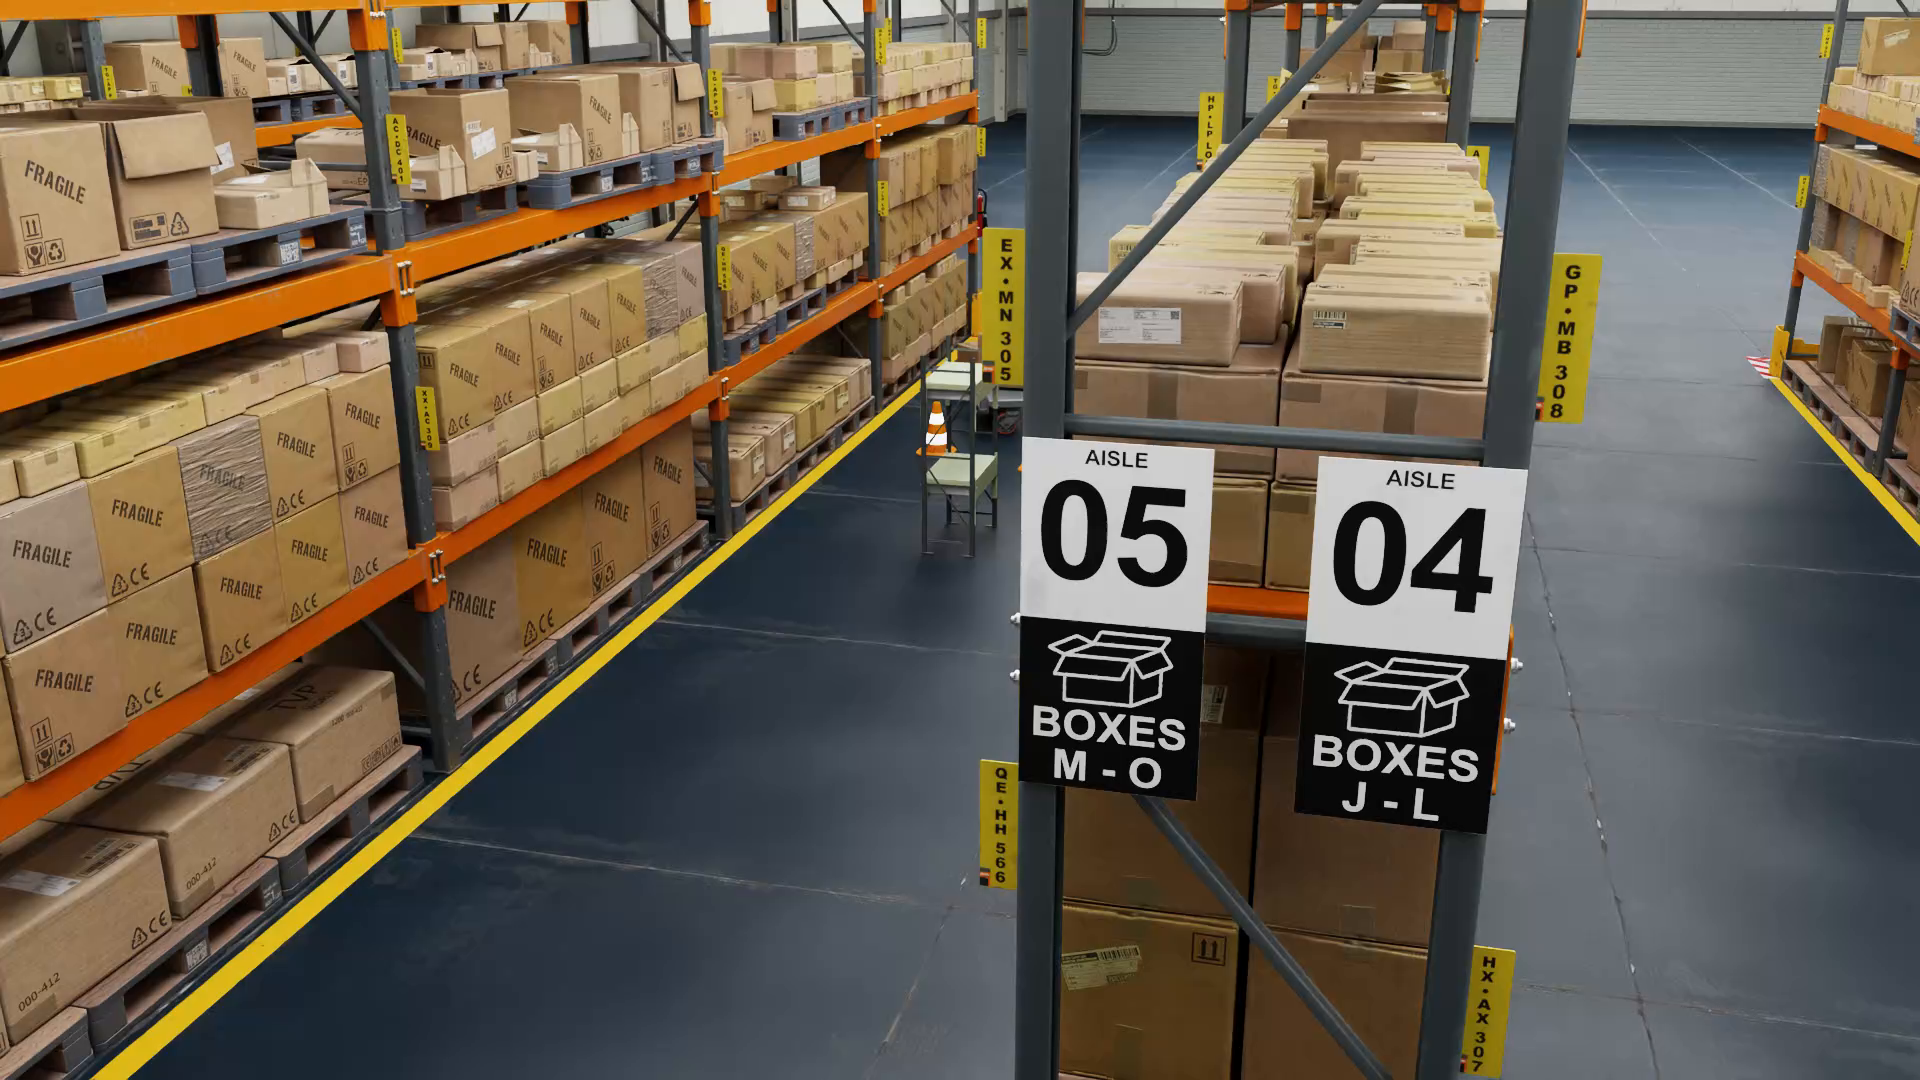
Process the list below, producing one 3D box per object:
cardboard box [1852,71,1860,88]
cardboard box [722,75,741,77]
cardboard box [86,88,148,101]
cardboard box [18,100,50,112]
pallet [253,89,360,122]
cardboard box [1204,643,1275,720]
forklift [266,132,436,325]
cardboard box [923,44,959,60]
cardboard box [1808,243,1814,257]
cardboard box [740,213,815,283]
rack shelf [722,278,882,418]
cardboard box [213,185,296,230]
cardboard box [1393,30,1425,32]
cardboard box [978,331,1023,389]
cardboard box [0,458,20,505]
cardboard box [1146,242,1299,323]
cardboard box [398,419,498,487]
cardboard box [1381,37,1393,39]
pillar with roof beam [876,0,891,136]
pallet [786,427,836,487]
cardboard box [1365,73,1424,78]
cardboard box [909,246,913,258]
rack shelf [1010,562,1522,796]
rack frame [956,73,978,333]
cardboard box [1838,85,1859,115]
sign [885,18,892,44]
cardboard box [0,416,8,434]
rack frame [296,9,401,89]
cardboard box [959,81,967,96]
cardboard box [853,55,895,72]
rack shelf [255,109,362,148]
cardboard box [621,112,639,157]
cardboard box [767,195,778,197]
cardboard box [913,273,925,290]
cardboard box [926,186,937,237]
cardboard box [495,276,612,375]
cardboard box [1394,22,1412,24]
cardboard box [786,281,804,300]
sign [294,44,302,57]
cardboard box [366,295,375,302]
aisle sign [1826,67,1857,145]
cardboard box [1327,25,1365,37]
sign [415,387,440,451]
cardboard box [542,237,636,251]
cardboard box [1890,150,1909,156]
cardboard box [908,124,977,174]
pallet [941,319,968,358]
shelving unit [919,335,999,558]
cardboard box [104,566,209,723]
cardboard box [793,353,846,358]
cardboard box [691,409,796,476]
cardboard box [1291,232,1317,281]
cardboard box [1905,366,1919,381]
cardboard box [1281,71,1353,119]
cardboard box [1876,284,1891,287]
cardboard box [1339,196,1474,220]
[{"bbox_3d":[8.796,-4.411,15.937,0.380,0.149,0.250,5,20,16],"label":"cardboard box"},{"bbox_3d":[-2.020,-3.791,14.086,0.500,0.250,0.500,4,19,13],"label":"cardboard box"},{"bbox_3d":[-6.676,-3.491,13.183,0.380,0.166,0.250,5,19,13],"label":"cardboard box"},{"bbox_3d":[-6.991,-3.178,12.325,0.380,0.149,0.250,4,19,12],"label":"cardboard box"},{"bbox_3d":[-6.281,-4.156,15.869,0.805,0.209,1.217,4,19,11],"label":"pallet"},{"bbox_3d":[0.623,0.424,4.644,0.500,0.500,0.500,4,19,12],"label":"cardboard box"},{"bbox_3d":[-4.601,-1.825,13.497,1.130,2.935,3.031,4,19,12],"label":"forklift"},{"bbox_3d":[-0.228,-5.357,18.244,0.380,0.149,0.250,4,19,13],"label":"cardboard box"},{"bbox_3d":[9.022,-2.995,17.204,0.380,0.149,0.250,5,19,13],"label":"cardboard box"},{"bbox_3d":[-1.534,-2.456,13.974,0.500,0.500,0.500,4,19,11],"label":"cardboard box"},{"bbox_3d":[-1.753,-1.746,14.272,1.077,0.370,4.000,5,19,13],"label":"rack shelf"},{"bbox_3d":[-3.129,-1.444,7.219,0.380,0.149,0.250,5,20,15],"label":"cardboard box"},{"bbox_3d":[4.040,-4.446,14.772,0.380,0.149,0.250,4,19,13],"label":"cardboard box"},{"bbox_3d":[0.469,-1.758,15.889,0.500,0.500,0.500,5,19,13],"label":"cardboard box"},{"bbox_3d":[-3.612,-0.200,5.926,0.380,0.149,0.250,5,19,14],"label":"cardboard box"},{"bbox_3d":[0.642,-0.644,4.134,0.380,0.149,0.250,4,19,12],"label":"cardboard box"},{"bbox_3d":[-2.838,-0.487,8.932,0.500,0.250,0.500,4,19,12],"label":"cardboard box"},{"bbox_3d":[4.566,-5.011,17.044,0.500,0.250,0.500,5,19,13],"label":"cardboard box"},{"bbox_3d":[2.427,-12.352,34.928,9.100,9.000,0.400,5,19,13],"label":"pillar with roof beam"},{"bbox_3d":[-1.749,-0.766,14.604,1.003,0.211,1.213,5,19,13],"label":"pallet"},{"bbox_3d":[3.345,-3.411,12.725,0.500,0.311,0.500,4,19,11],"label":"cardboard box"},{"bbox_3d":[-0.701,-2.998,17.212,0.380,0.149,0.250,5,19,13],"label":"cardboard box"},{"bbox_3d":[1.117,-0.299,5.394,1.077,0.370,4.000,5,19,13],"label":"rack shelf"},{"bbox_3d":[-0.287,-3.967,19.662,1.000,3.000,0.127,5,19,13],"label":"rack frame"},{"bbox_3d":[8.834,-4.240,16.053,0.500,0.250,0.500,4,19,12],"label":"cardboard box"},{"bbox_3d":[-0.813,-5.843,19.161,0.100,0.325,0.005,5,19,13],"label":"sign"},{"bbox_3d":[-3.962,-0.393,6.492,0.380,0.149,0.250,5,20,15],"label":"cardboard box"},{"bbox_3d":[-6.078,-5.943,16.166,1.000,3.000,0.127,5,19,13],"label":"rack frame"},{"bbox_3d":[-0.132,-5.053,18.589,0.380,0.149,0.250,5,19,14],"label":"cardboard box"},{"bbox_3d":[-0.836,-4.548,15.877,0.380,0.149,0.250,5,20,15],"label":"cardboard box"},{"bbox_3d":[-6.567,-3.556,14.931,1.077,0.370,4.000,5,19,13],"label":"rack shelf"},{"bbox_3d":[-2.239,-2.555,10.445,0.396,0.266,0.258,4,19,12],"label":"cardboard box"},{"bbox_3d":[-1.657,-2.976,15.495,0.500,0.500,0.500,5,20,15],"label":"cardboard box"},{"bbox_3d":[-0.583,-2.717,17.441,0.380,0.149,0.250,6,20,17],"label":"cardboard box"},{"bbox_3d":[-0.547,-3.493,17.658,0.500,0.500,0.500,5,19,14],"label":"cardboard box"},{"bbox_3d":[-2.490,-1.323,10.218,0.500,0.500,0.500,4,19,12],"label":"cardboard box"},{"bbox_3d":[4.659,-5.241,17.101,0.380,0.149,0.250,5,19,14],"label":"cardboard box"},{"bbox_3d":[-1.540,-2.129,14.020,0.380,0.149,0.250,5,20,15],"label":"cardboard box"},{"bbox_3d":[-6.617,-4.849,16.681,0.100,0.325,0.005,5,19,13],"label":"sign"},{"bbox_3d":[-6.146,-2.644,17.847,0.500,0.250,0.500,5,20,14],"label":"cardboard box"},{"bbox_3d":[9.047,-4.458,17.076,0.394,0.787,0.004,5,19,13],"label":"aisle sign"},{"bbox_3d":[3.774,-4.974,16.319,0.380,0.149,0.250,5,19,14],"label":"cardboard box"},{"bbox_3d":[-2.680,-0.610,8.370,0.100,0.325,0.005,5,19,13],"label":"sign"},{"bbox_3d":[-2.599,-1.845,11.747,0.500,0.500,0.500,4,19,12],"label":"cardboard box"},{"bbox_3d":[9.311,-3.497,16.122,0.500,0.500,0.500,5,19,13],"label":"cardboard box"},{"bbox_3d":[-0.200,-4.451,18.917,0.700,0.500,0.500,4,19,12],"label":"cardboard box"},{"bbox_3d":[-0.538,-2.372,19.305,1.003,0.211,1.213,5,19,13],"label":"pallet"},{"bbox_3d":[0.002,-0.712,12.451,0.431,1.500,0.755,5,19,13],"label":"shelving unit"},{"bbox_3d":[-3.456,0.396,6.734,0.500,0.500,0.500,5,20,15],"label":"cardboard box"},{"bbox_3d":[-1.381,-1.817,16.972,0.500,0.250,0.500,6,20,16],"label":"cardboard box"},{"bbox_3d":[-1.921,-0.823,13.872,0.950,0.372,0.625,4,19,12],"label":"cardboard box"},{"bbox_3d":[0.880,-0.821,5.267,0.500,0.250,0.500,4,19,11],"label":"cardboard box"},{"bbox_3d":[8.614,-1.249,14.921,0.500,0.500,0.500,12,22,31],"label":"cardboard box"},{"bbox_3d":[2.067,-2.580,9.620,0.396,0.266,0.258,5,19,13],"label":"cardboard box"},{"bbox_3d":[8.444,-2.209,14.902,0.380,0.149,0.250,5,19,13],"label":"cardboard box"},{"bbox_3d":[1.337,-0.935,4.985,0.380,0.149,0.250,5,20,15],"label":"cardboard box"}]
